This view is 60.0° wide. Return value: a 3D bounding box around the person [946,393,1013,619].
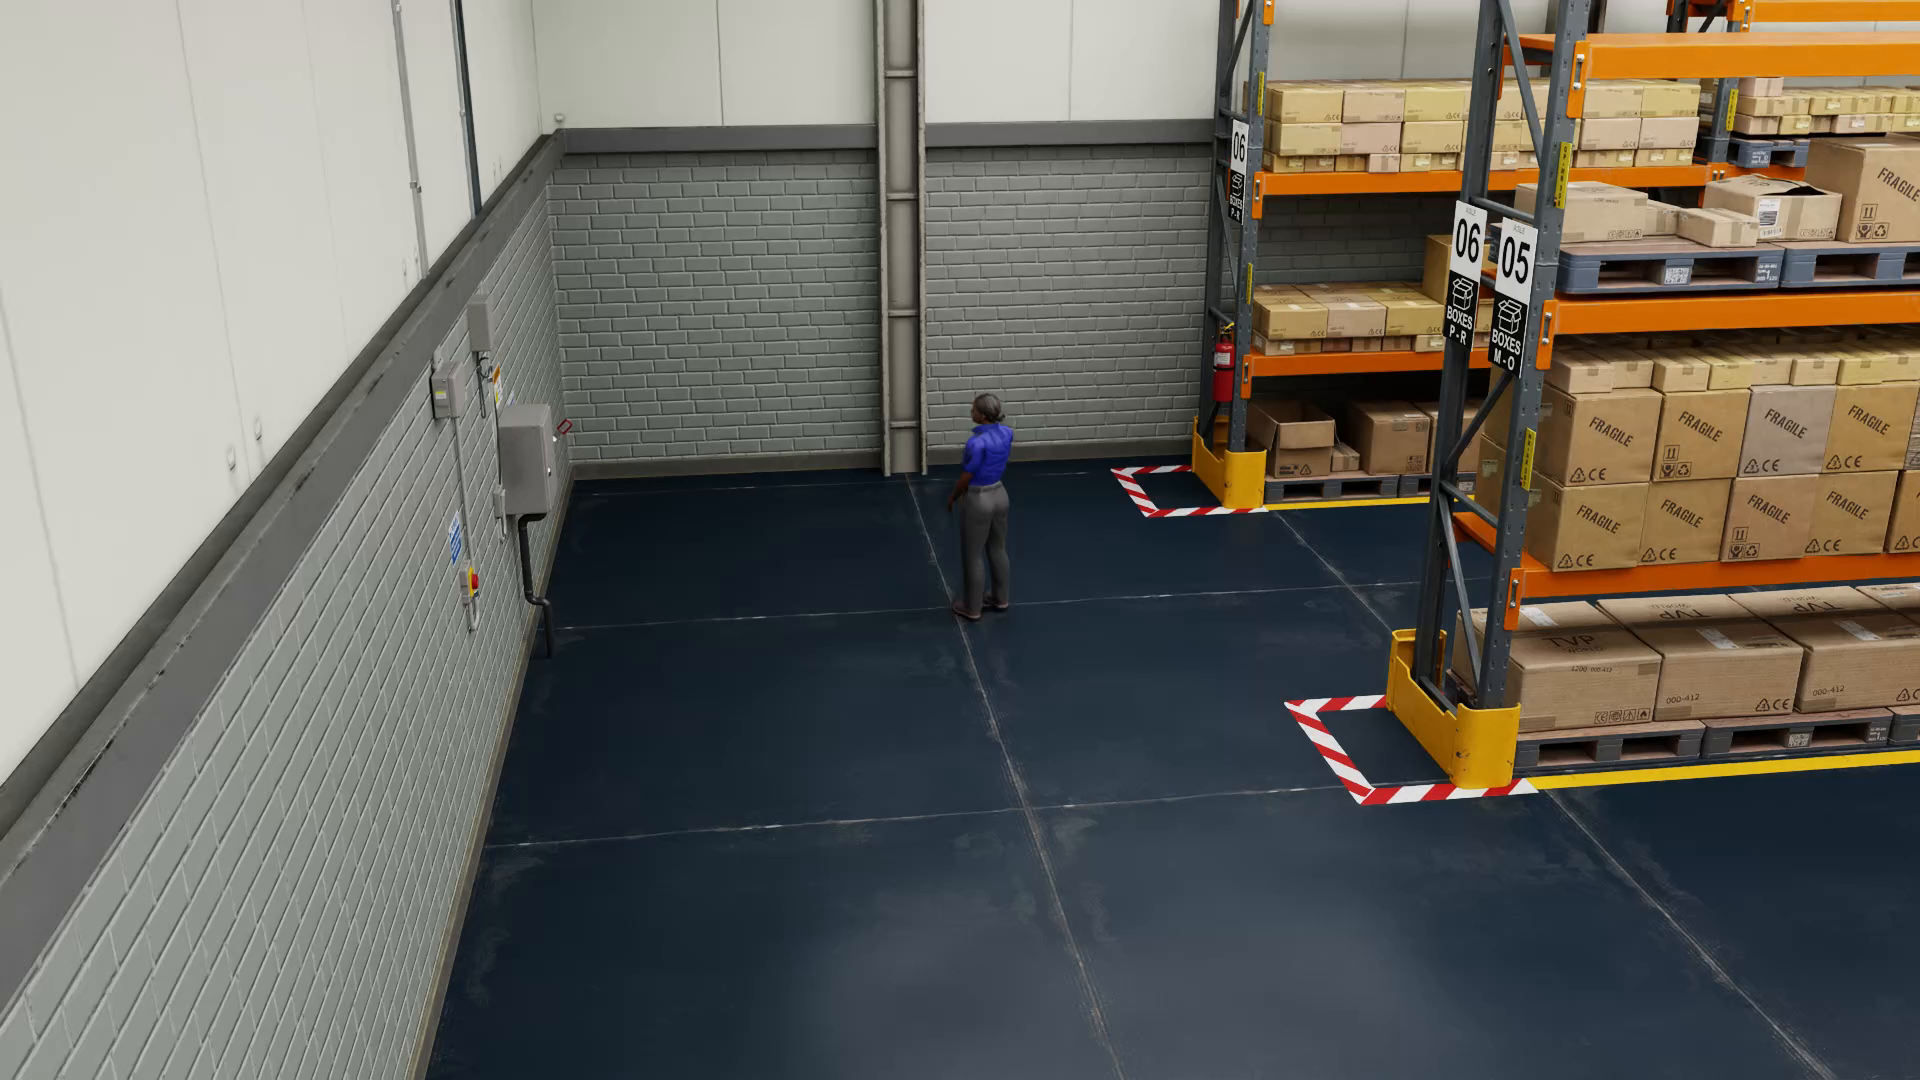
[{"bbox_3d":[0.161,-0.261,11.758,0.420,1.661,0.554,17,26,38],"label":"person"}]
